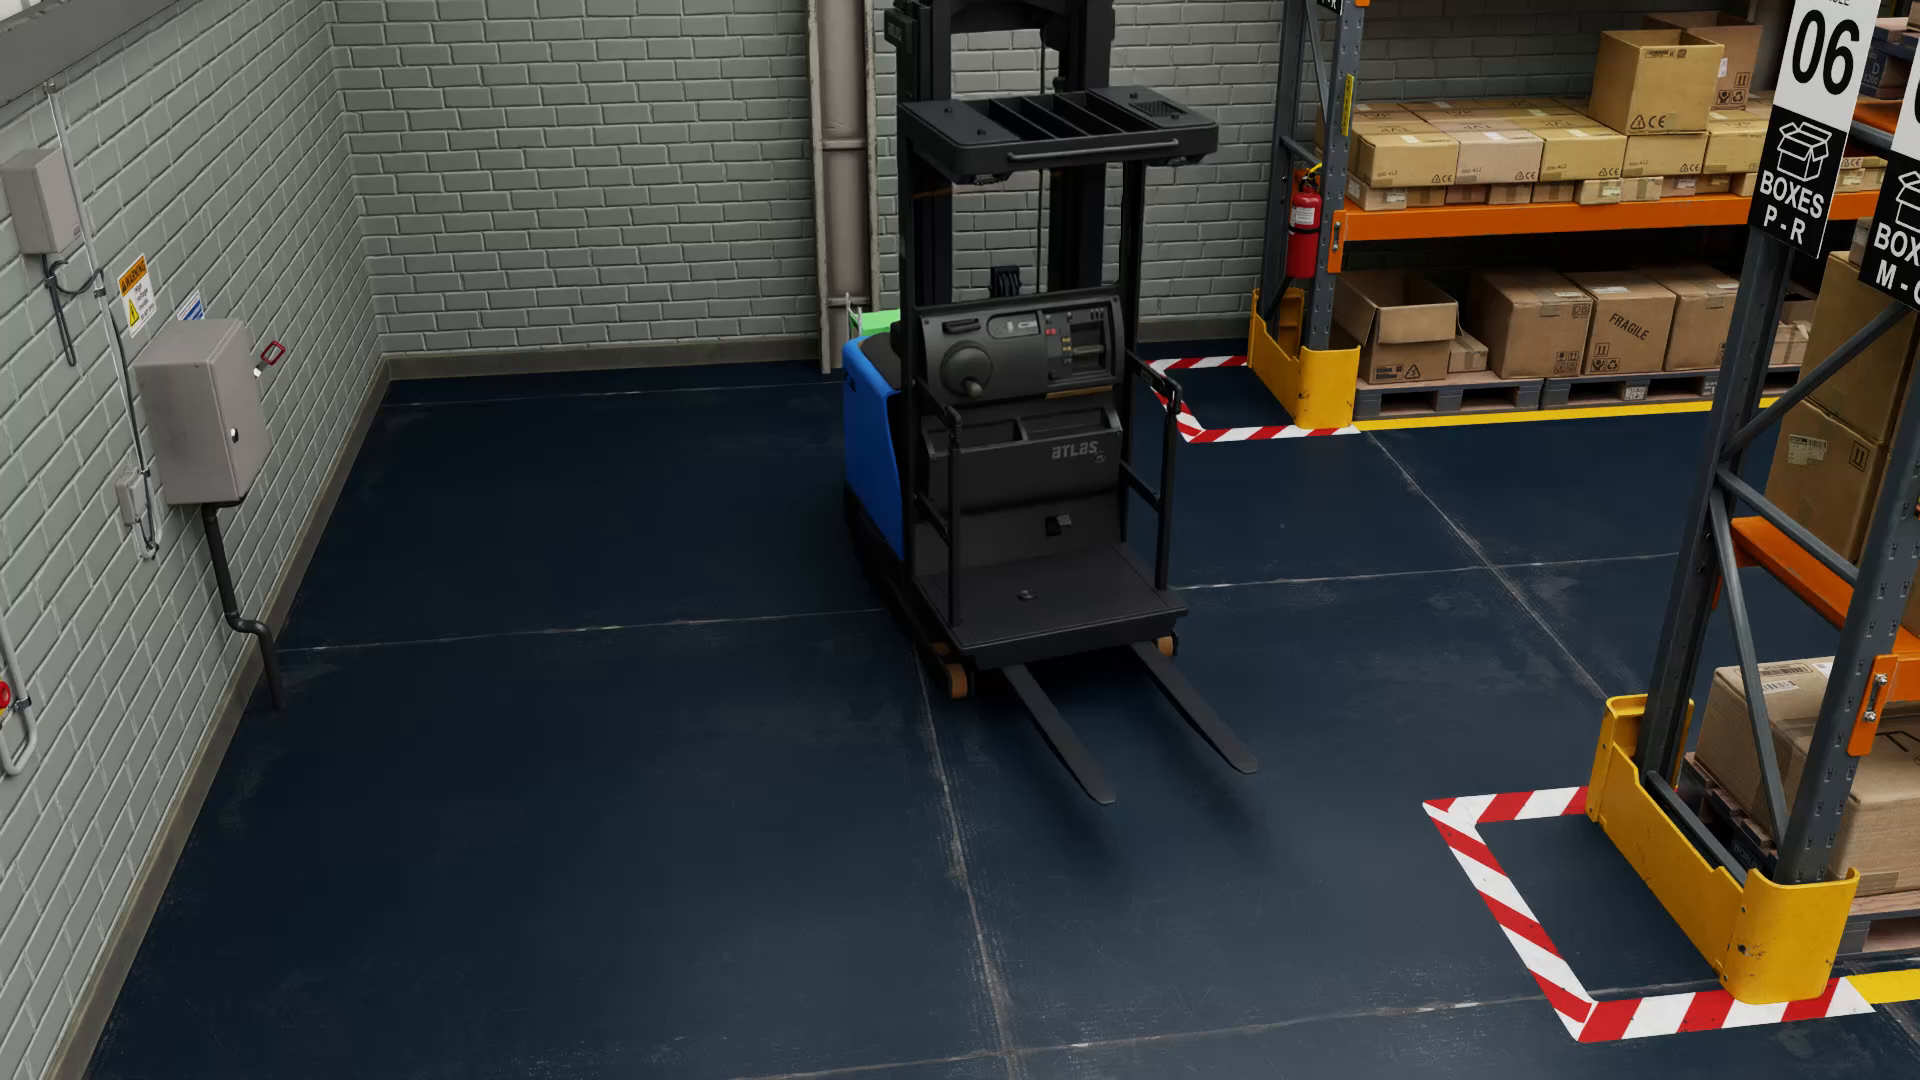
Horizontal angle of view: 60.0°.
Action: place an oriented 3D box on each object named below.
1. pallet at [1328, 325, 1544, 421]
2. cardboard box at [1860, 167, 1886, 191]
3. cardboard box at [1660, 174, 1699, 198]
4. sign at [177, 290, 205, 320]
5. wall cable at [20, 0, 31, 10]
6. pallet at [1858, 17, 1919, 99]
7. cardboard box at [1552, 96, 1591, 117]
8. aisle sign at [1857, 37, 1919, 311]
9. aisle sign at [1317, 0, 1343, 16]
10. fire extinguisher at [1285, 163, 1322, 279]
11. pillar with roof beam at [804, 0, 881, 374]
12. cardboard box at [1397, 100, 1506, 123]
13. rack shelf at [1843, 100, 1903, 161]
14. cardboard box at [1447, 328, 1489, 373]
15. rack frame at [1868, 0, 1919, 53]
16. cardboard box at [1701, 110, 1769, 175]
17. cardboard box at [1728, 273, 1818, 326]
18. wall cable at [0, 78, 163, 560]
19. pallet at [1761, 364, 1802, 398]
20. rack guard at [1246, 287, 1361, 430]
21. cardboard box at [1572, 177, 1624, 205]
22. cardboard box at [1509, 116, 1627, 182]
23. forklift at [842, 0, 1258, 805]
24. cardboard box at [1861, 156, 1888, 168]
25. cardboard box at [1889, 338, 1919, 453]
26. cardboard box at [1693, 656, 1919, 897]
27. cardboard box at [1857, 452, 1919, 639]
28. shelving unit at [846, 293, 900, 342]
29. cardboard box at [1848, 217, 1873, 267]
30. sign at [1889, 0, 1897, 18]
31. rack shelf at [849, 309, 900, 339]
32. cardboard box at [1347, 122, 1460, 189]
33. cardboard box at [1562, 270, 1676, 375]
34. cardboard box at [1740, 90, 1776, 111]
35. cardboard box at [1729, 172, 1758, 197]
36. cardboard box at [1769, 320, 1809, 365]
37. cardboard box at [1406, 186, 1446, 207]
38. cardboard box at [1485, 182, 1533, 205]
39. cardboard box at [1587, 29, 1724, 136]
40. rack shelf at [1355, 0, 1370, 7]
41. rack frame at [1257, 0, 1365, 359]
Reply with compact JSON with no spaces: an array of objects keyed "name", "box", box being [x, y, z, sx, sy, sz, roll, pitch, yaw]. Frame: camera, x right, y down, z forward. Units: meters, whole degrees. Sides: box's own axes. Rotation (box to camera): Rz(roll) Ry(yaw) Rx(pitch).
[{"name":"pallet","box":[2.931,-1.083,10.630,1.213,0.211,1.003,-4,27,-7]},{"name":"cardboard box","box":[5.492,-2.250,10.124,0.250,0.149,0.380,-3,27,-6]},{"name":"cardboard box","box":[4.217,-2.186,9.999,0.250,0.149,0.380,-4,27,-7]},{"name":"sign","box":[-3.241,-0.782,7.092,0.001,0.494,0.329,-4,27,-7]},{"name":"wall cable","box":[-2.934,-2.544,3.851,0.029,3.000,2.355,-4,27,-7]},{"name":"pallet","box":[3.495,-1.371,4.948,1.213,0.211,1.003,-4,27,-7]},{"name":"cardboard box","box":[4.005,-2.577,10.326,0.500,0.250,0.500,-4,27,-7]},{"name":"aisle sign","box":[2.731,-1.045,4.653,0.004,0.787,0.394,-4,27,-7]},{"name":"aisle sign","box":[2.040,-3.287,9.023,0.004,0.787,0.394,-4,27,-7]},{"name":"fire extinguisher","box":[1.986,-1.849,9.561,0.183,0.674,0.296,-4,27,-7]},{"name":"pillar with roof beam","box":[-0.129,-3.227,5.181,0.400,9.000,9.100,-4,27,-7]},{"name":"cardboard box","box":[2.996,-2.515,10.204,0.500,0.250,0.500,-4,27,-7]},{"name":"rack shelf","box":[4.743,-1.166,5.238,4.000,0.370,1.077,-4,27,-7]},{"name":"cardboard box","box":[3.112,-1.192,10.449,0.250,0.149,0.380,-5,28,-9]},{"name":"rack frame","box":[2.762,-2.693,4.142,0.127,3.000,1.000,-4,27,-7]},{"name":"cardboard box","box":[4.568,-2.381,9.943,0.500,0.250,0.500,-4,27,-7]},{"name":"cardboard box","box":[5.341,-1.577,11.024,0.500,0.311,0.500,-3,27,-5]},{"name":"wall cable","box":[-3.028,-0.747,5.808,0.122,1.984,0.588,-4,27,-7]},{"name":"pallet","box":[5.348,-1.238,10.932,1.213,0.211,1.003,-4,27,-7]},{"name":"rack guard","box":[2.142,-1.160,10.464,0.348,0.500,1.175,-4,27,-7]},{"name":"cardboard box","box":[3.713,-2.112,9.856,0.250,0.149,0.380,-4,27,-9]},{"name":"cardboard box","box":[3.554,-2.306,9.797,0.500,0.250,0.500,-4,27,-8]},{"name":"forklift","box":[0.354,-0.806,7.110,1.130,2.935,3.031,-9,29,-17]},{"name":"cardboard box","box":[5.557,-2.445,10.068,0.500,0.250,0.500,-3,27,-6]},{"name":"cardboard box","box":[3.277,-0.415,5.069,0.500,0.500,0.500,-4,27,-8]},{"name":"cardboard box","box":[3.402,0.842,6.170,0.875,0.438,0.875,-5,28,-9]},{"name":"cardboard box","box":[3.277,0.031,5.295,0.500,0.500,0.500,-4,27,-8]},{"name":"shelving unit","box":[-0.316,-0.731,8.860,0.503,1.200,0.258,-9,29,-17]},{"name":"cardboard box","box":[3.089,-0.915,5.333,0.250,0.149,0.380,-3,27,-6]},{"name":"sign","box":[5.947,-3.288,10.604,0.005,0.325,0.100,-4,27,-7]},{"name":"rack shelf","box":[-0.316,-1.101,8.671,0.480,0.148,0.258,-9,29,-17]},{"name":"cardboard box","box":[2.554,-2.240,9.669,0.500,0.250,0.500,-4,27,-7]},{"name":"cardboard box","box":[4.075,-1.364,10.400,0.500,0.500,0.500,-3,27,-6]},{"name":"cardboard box","box":[5.004,-2.643,10.454,0.500,0.250,0.500,-4,27,-8]},{"name":"cardboard box","box":[4.726,-2.189,10.005,0.250,0.149,0.380,-4,27,-8]},{"name":"cardboard box","box":[5.163,-1.302,10.536,0.258,0.266,0.396,-3,27,-5]},{"name":"cardboard box","box":[2.676,-2.090,9.812,0.250,0.149,0.380,-3,27,-6]},{"name":"cardboard box","box":[3.190,-2.111,9.853,0.250,0.149,0.380,-3,27,-5]},{"name":"cardboard box","box":[4.039,-2.670,9.684,0.500,0.500,0.500,-3,27,-6]},{"name":"rack shelf","box":[4.047,-3.409,9.611,4.000,0.370,1.077,-4,27,-7]},{"name":"rack frame","box":[2.067,-2.268,9.884,0.127,3.000,1.000,-4,27,-7]}]
